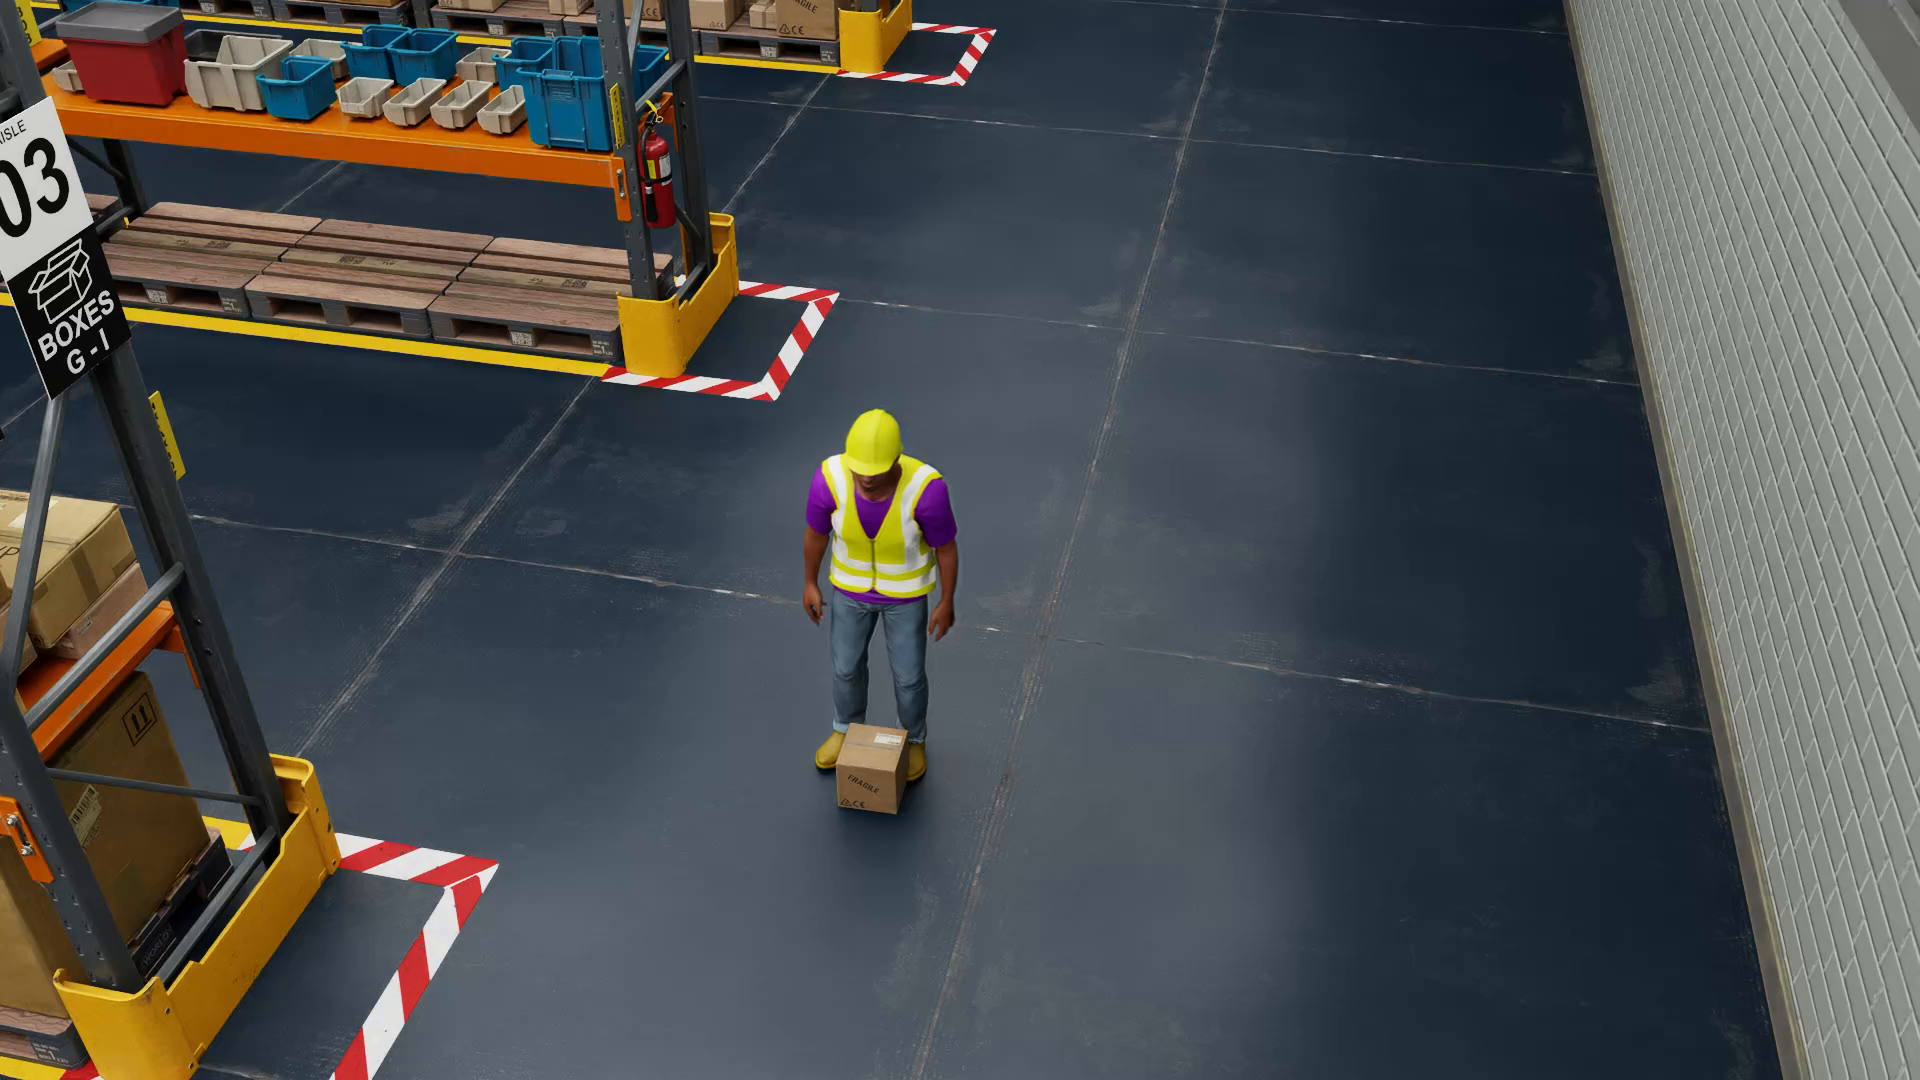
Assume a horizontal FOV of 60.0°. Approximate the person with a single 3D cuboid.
[{"bbox_3d":[-0.325,0.214,6.660,0.629,1.761,0.462,7,37,10],"label":"person"}]
